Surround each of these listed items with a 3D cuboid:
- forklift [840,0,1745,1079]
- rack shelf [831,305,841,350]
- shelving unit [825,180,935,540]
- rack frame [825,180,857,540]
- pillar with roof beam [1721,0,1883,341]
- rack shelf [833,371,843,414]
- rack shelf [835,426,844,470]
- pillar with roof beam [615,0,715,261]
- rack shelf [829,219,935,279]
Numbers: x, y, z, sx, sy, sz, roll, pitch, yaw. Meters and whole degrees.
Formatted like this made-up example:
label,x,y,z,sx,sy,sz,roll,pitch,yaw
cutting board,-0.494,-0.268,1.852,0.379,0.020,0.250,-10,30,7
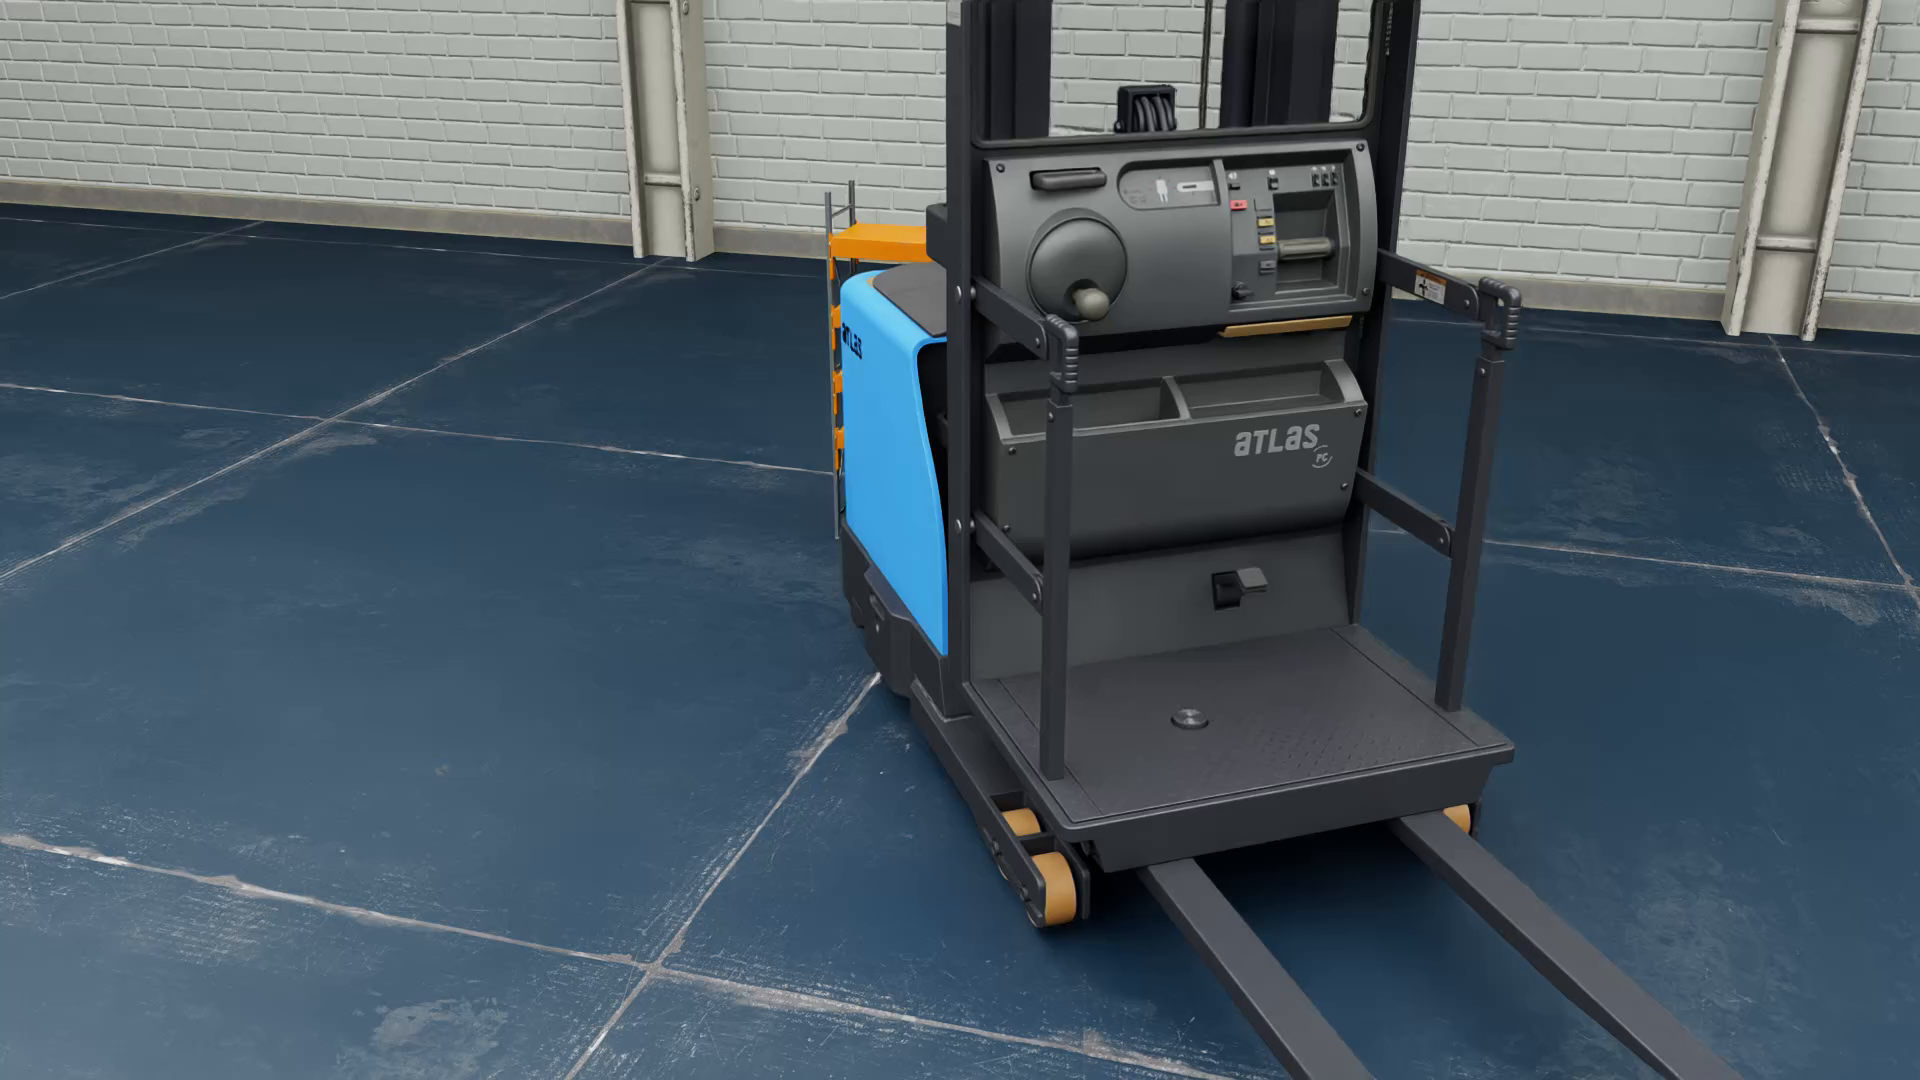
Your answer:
label,x,y,z,sx,sy,sz,roll,pitch,yaw
forklift,0.582,-0.671,3.543,1.130,2.935,3.031,-7,23,-17
rack shelf,-0.158,-0.718,5.527,0.480,0.148,0.258,7,23,16
shelving unit,-0.158,-0.573,5.587,0.503,1.200,0.258,7,23,16
rack frame,-0.392,-0.600,5.652,0.015,1.200,0.240,7,23,16
pillar with roof beam,2.799,-3.652,2.816,0.400,9.000,9.100,7,23,16
rack shelf,-0.158,-0.511,5.612,0.480,0.148,0.258,7,23,16
rack shelf,-0.158,-0.327,5.687,0.480,0.148,0.258,7,23,16
pillar with roof beam,-2.946,-4.310,4.419,0.400,9.000,9.100,7,23,16
rack shelf,-0.158,-0.937,5.437,0.480,0.148,0.258,7,23,16
